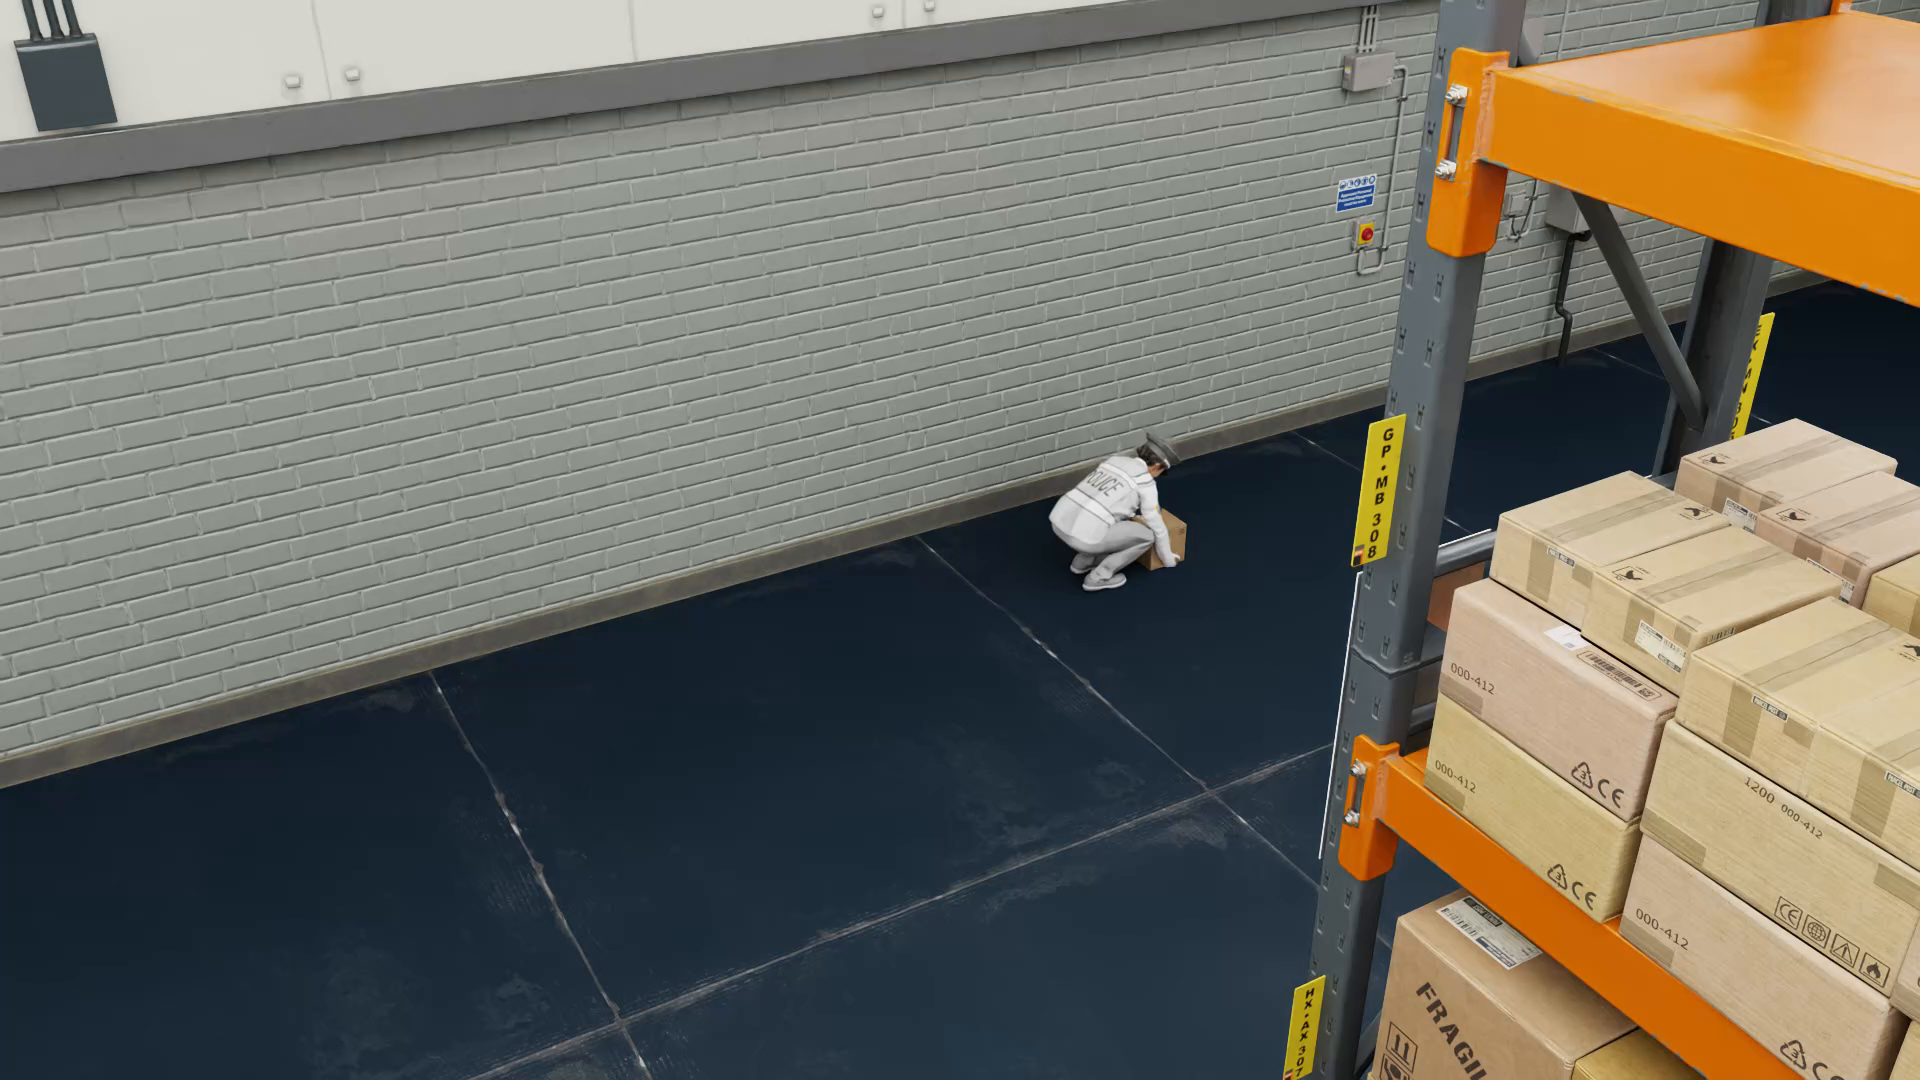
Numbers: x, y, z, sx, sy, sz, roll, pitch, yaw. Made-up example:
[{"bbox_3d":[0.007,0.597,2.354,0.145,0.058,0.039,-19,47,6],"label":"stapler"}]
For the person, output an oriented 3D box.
[{"bbox_3d":[0.931,-0.151,9.761,0.868,0.851,0.473,-16,33,-26],"label":"person"}]
